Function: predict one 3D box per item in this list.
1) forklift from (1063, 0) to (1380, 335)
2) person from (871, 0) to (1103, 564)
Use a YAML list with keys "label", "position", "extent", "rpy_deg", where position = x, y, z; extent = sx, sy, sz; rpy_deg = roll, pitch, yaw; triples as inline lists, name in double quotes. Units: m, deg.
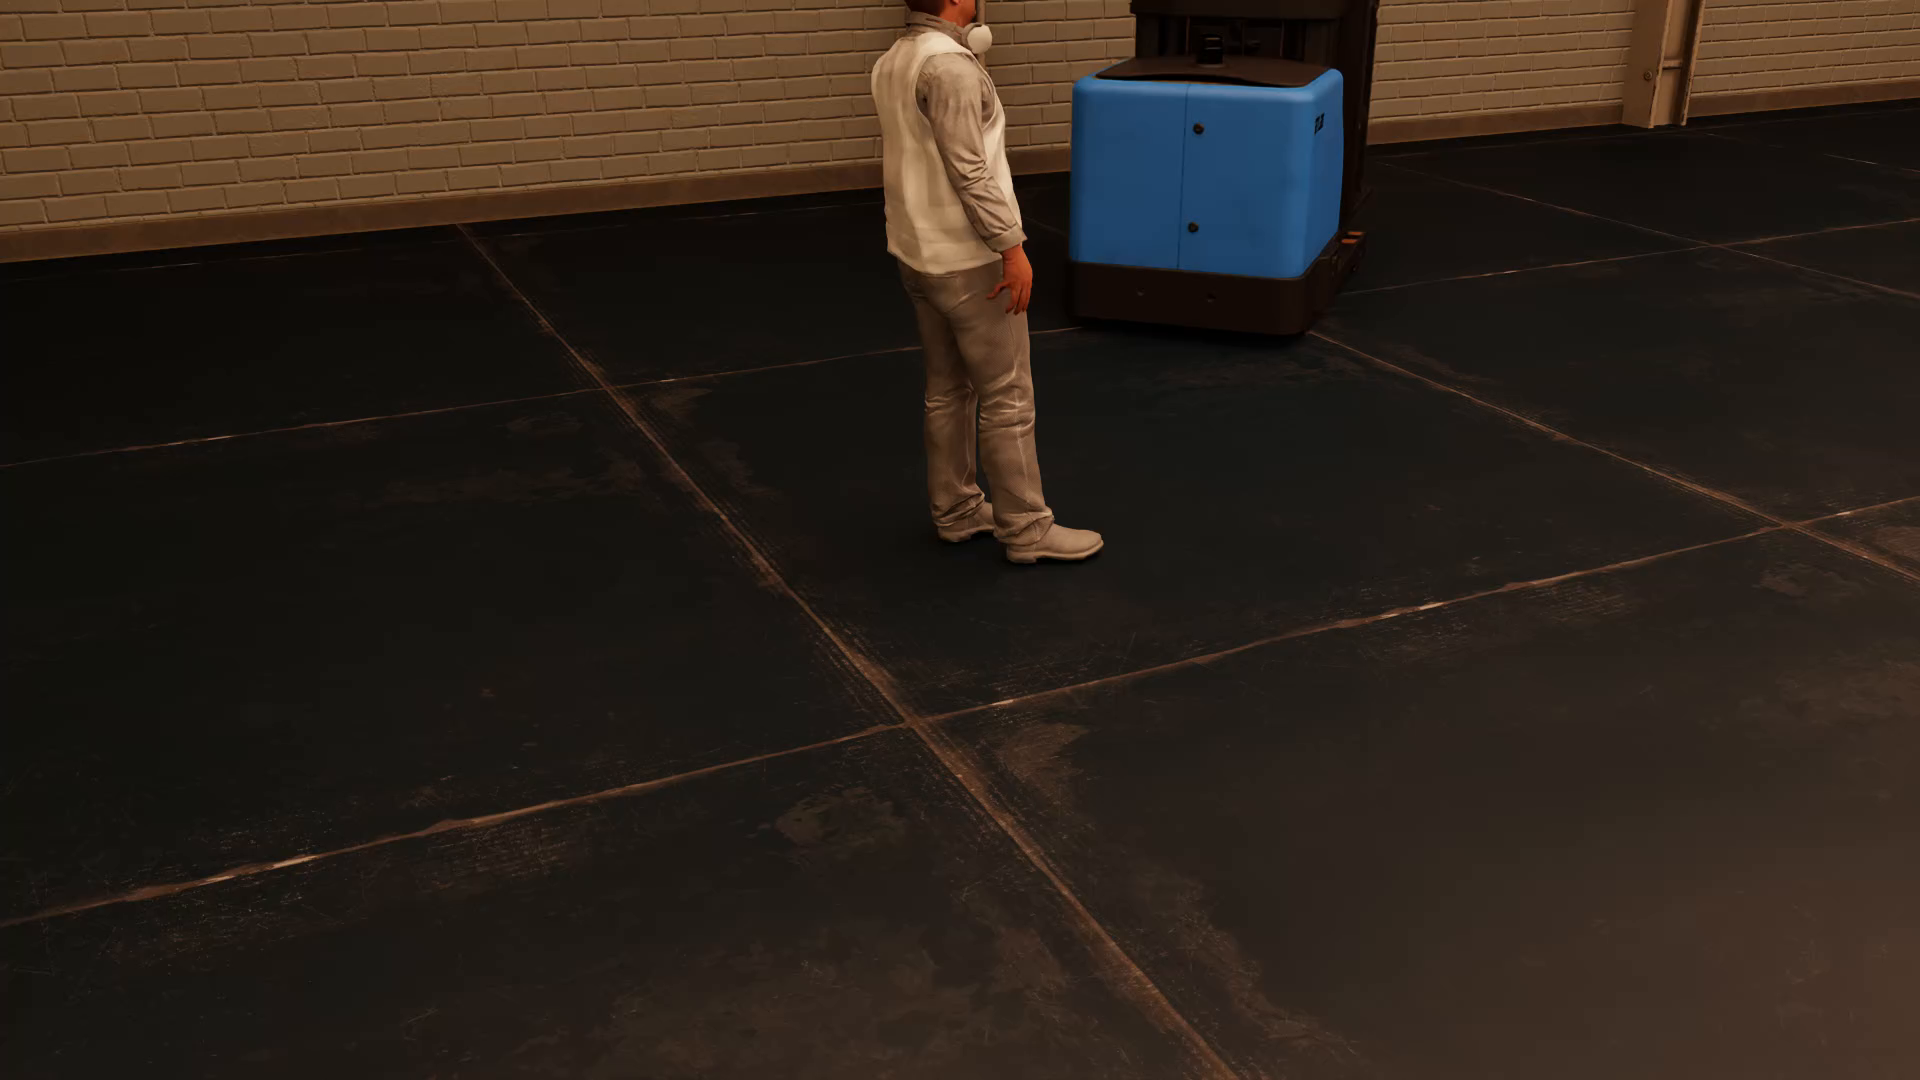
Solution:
- label: "forklift"
  position: [1.452, -2.749, 7.903]
  extent: [1.130, 2.935, 3.031]
  rpy_deg: [8, 24, 19]
- label: "person"
  position: [0.060, -0.834, 4.781]
  extent: [0.568, 1.774, 0.633]
  rpy_deg: [-10, 25, -23]
